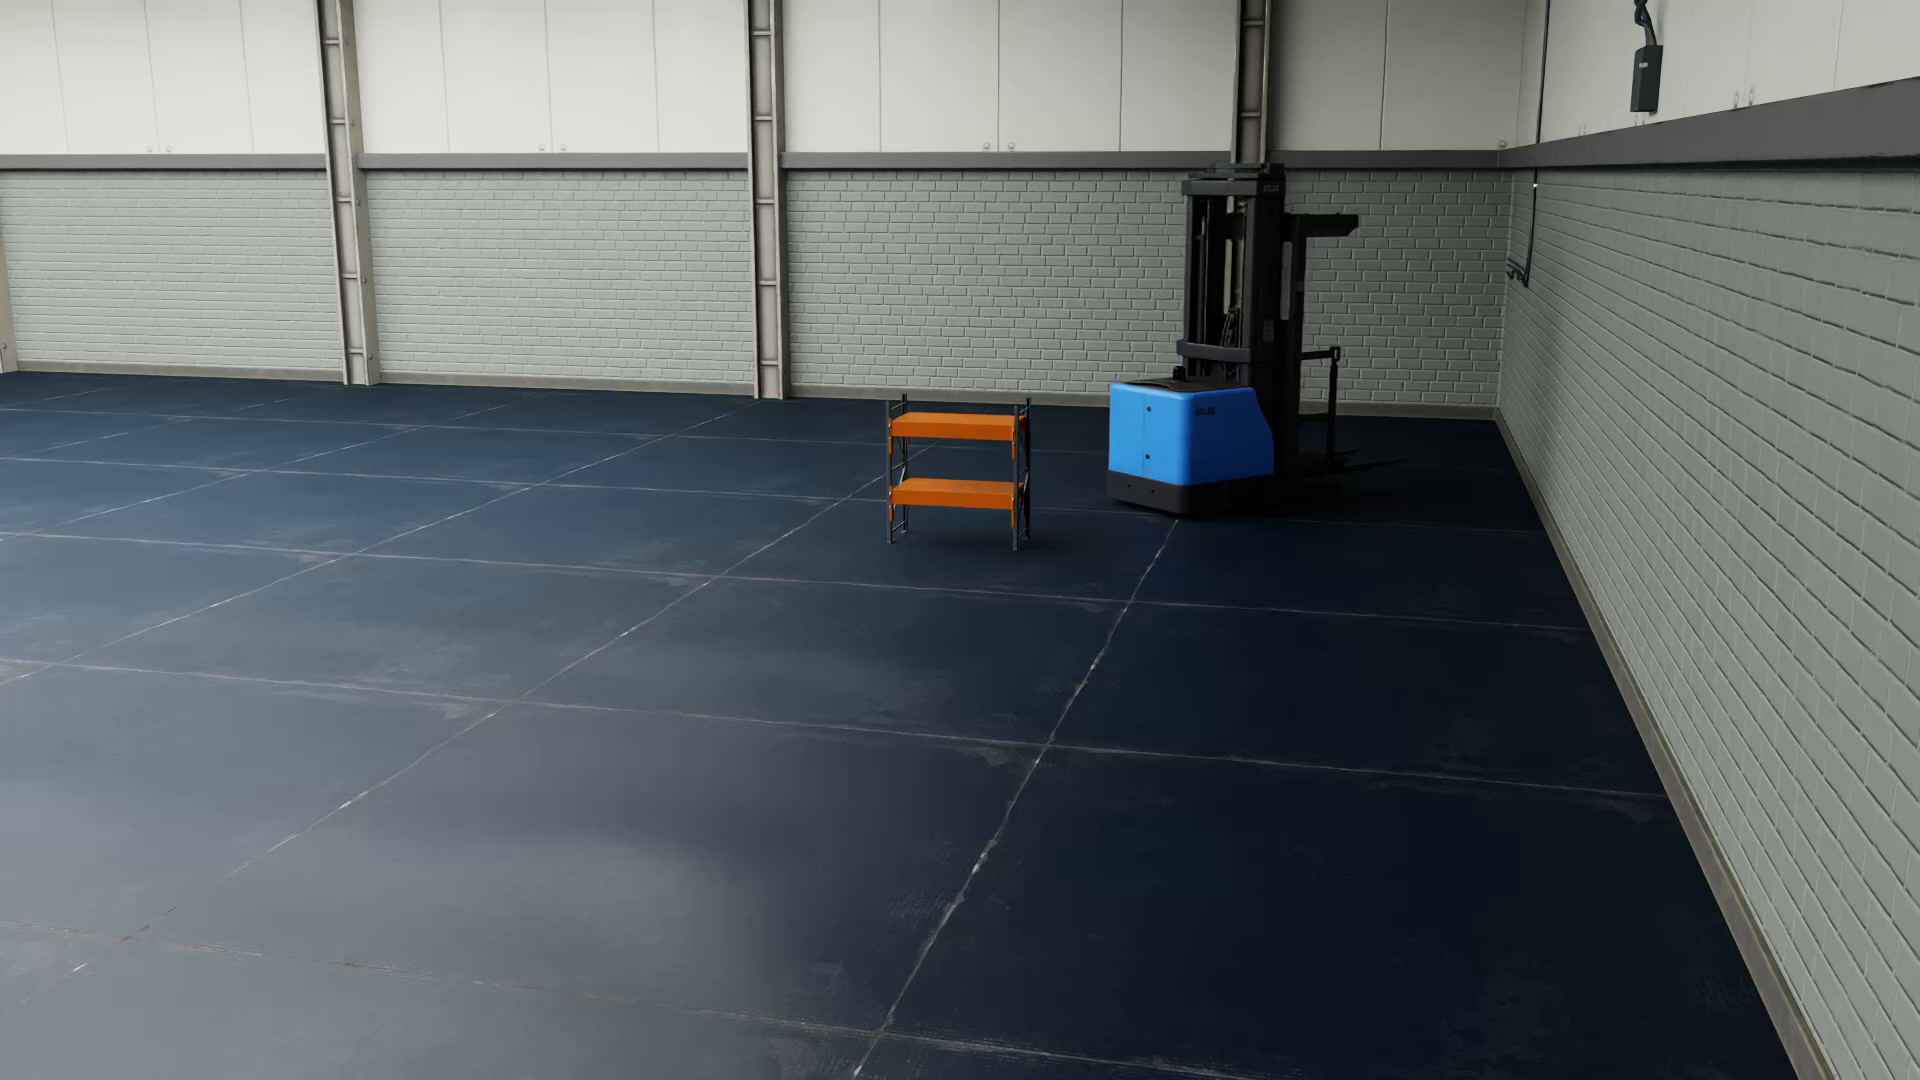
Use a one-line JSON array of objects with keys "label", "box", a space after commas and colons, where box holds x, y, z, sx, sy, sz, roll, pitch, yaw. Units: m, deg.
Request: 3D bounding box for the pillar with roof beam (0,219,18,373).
[{"label": "pillar with roof beam", "box": [-15.113, -5.964, 19.337, 0.400, 9.000, 9.100, 3, 13, 14]}]

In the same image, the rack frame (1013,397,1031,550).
[{"label": "rack frame", "box": [0.487, -0.523, 12.995, 0.032, 1.125, 0.500, 3, 13, 14]}]

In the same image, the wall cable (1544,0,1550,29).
[{"label": "wall cable", "box": [5.289, -5.885, 14.490, 0.112, 2.526, 3.097, 3, 13, 14]}]

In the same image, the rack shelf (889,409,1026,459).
[{"label": "rack shelf", "box": [-0.007, -0.835, 13.050, 1.000, 0.278, 0.538, 3, 13, 14]}]

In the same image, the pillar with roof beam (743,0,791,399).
[{"label": "pillar with roof beam", "box": [-3.463, -5.341, 16.530, 0.400, 9.000, 9.100, 3, 13, 14]}]

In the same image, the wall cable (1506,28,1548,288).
[{"label": "wall cable", "box": [5.937, -3.988, 17.601, 0.112, 2.526, 3.097, 3, 13, 14]}]

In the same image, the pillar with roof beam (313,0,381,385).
[{"label": "pillar with roof beam", "box": [-9.288, -5.652, 17.934, 0.400, 9.000, 9.100, 3, 13, 14]}]

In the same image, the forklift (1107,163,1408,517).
[{"label": "forklift", "box": [2.790, -1.851, 14.809, 3.031, 2.935, 1.130, -9, 15, -34]}]

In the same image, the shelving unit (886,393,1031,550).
[{"label": "shelving unit", "box": [-0.007, -0.549, 13.113, 1.048, 1.125, 0.538, 3, 13, 14]}]

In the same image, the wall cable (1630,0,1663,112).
[{"label": "wall cable", "box": [3.647, -5.168, 7.902, 0.169, 6.003, 2.305, 3, 13, 14]}]

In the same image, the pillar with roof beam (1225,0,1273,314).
[{"label": "pillar with roof beam", "box": [2.362, -5.029, 15.127, 0.400, 9.000, 9.100, 3, 13, 14]}]

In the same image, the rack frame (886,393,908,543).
[{"label": "rack frame", "box": [-0.500, -0.576, 13.232, 0.032, 1.125, 0.500, 3, 13, 14]}]

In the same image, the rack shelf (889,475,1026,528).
[{"label": "rack shelf", "box": [-0.007, -0.311, 13.166, 1.000, 0.278, 0.538, 3, 13, 14]}]
